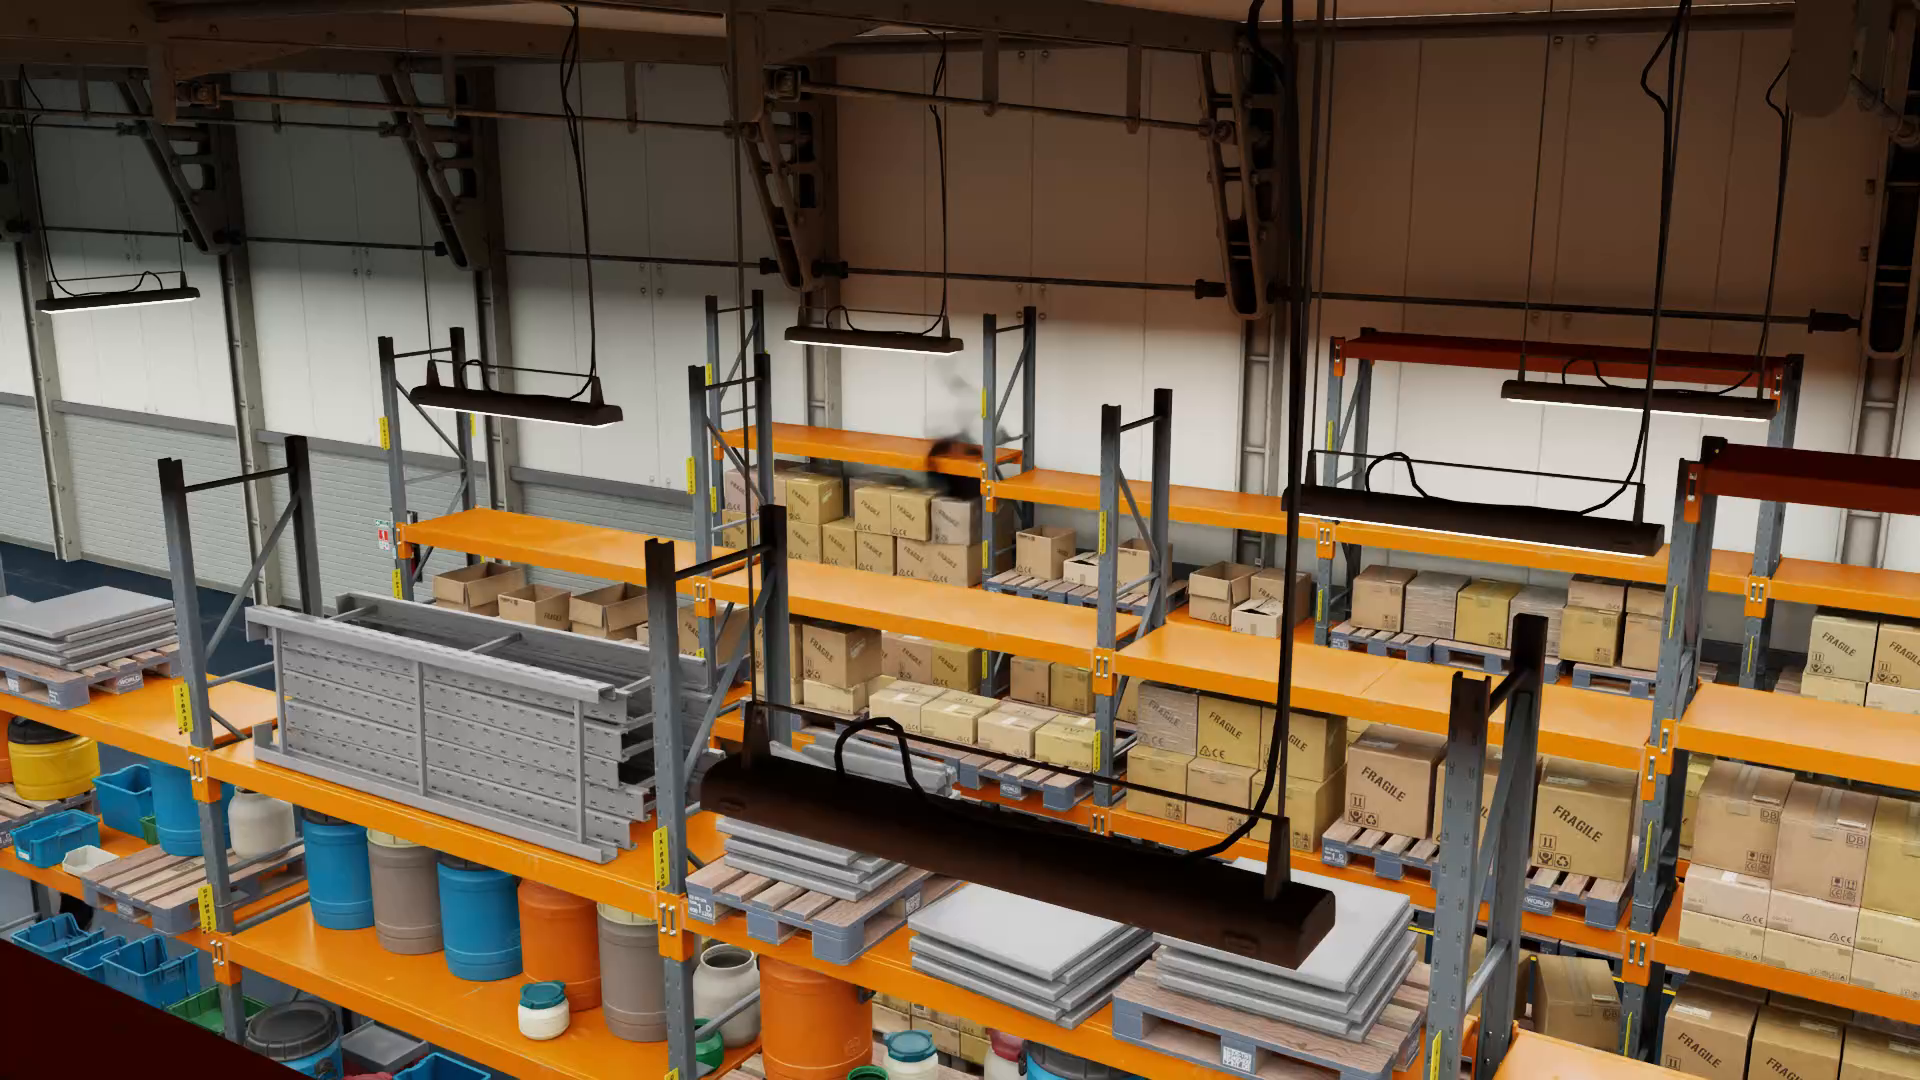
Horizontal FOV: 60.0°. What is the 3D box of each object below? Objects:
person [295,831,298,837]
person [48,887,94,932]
[{"bbox_3d":[-7.648,2.930,18.263,0.646,1.544,0.599,-6,15,-23],"label":"person"},{"bbox_3d":[-8.203,3.586,15.402,0.638,1.653,0.733,1,14,3],"label":"person"}]
